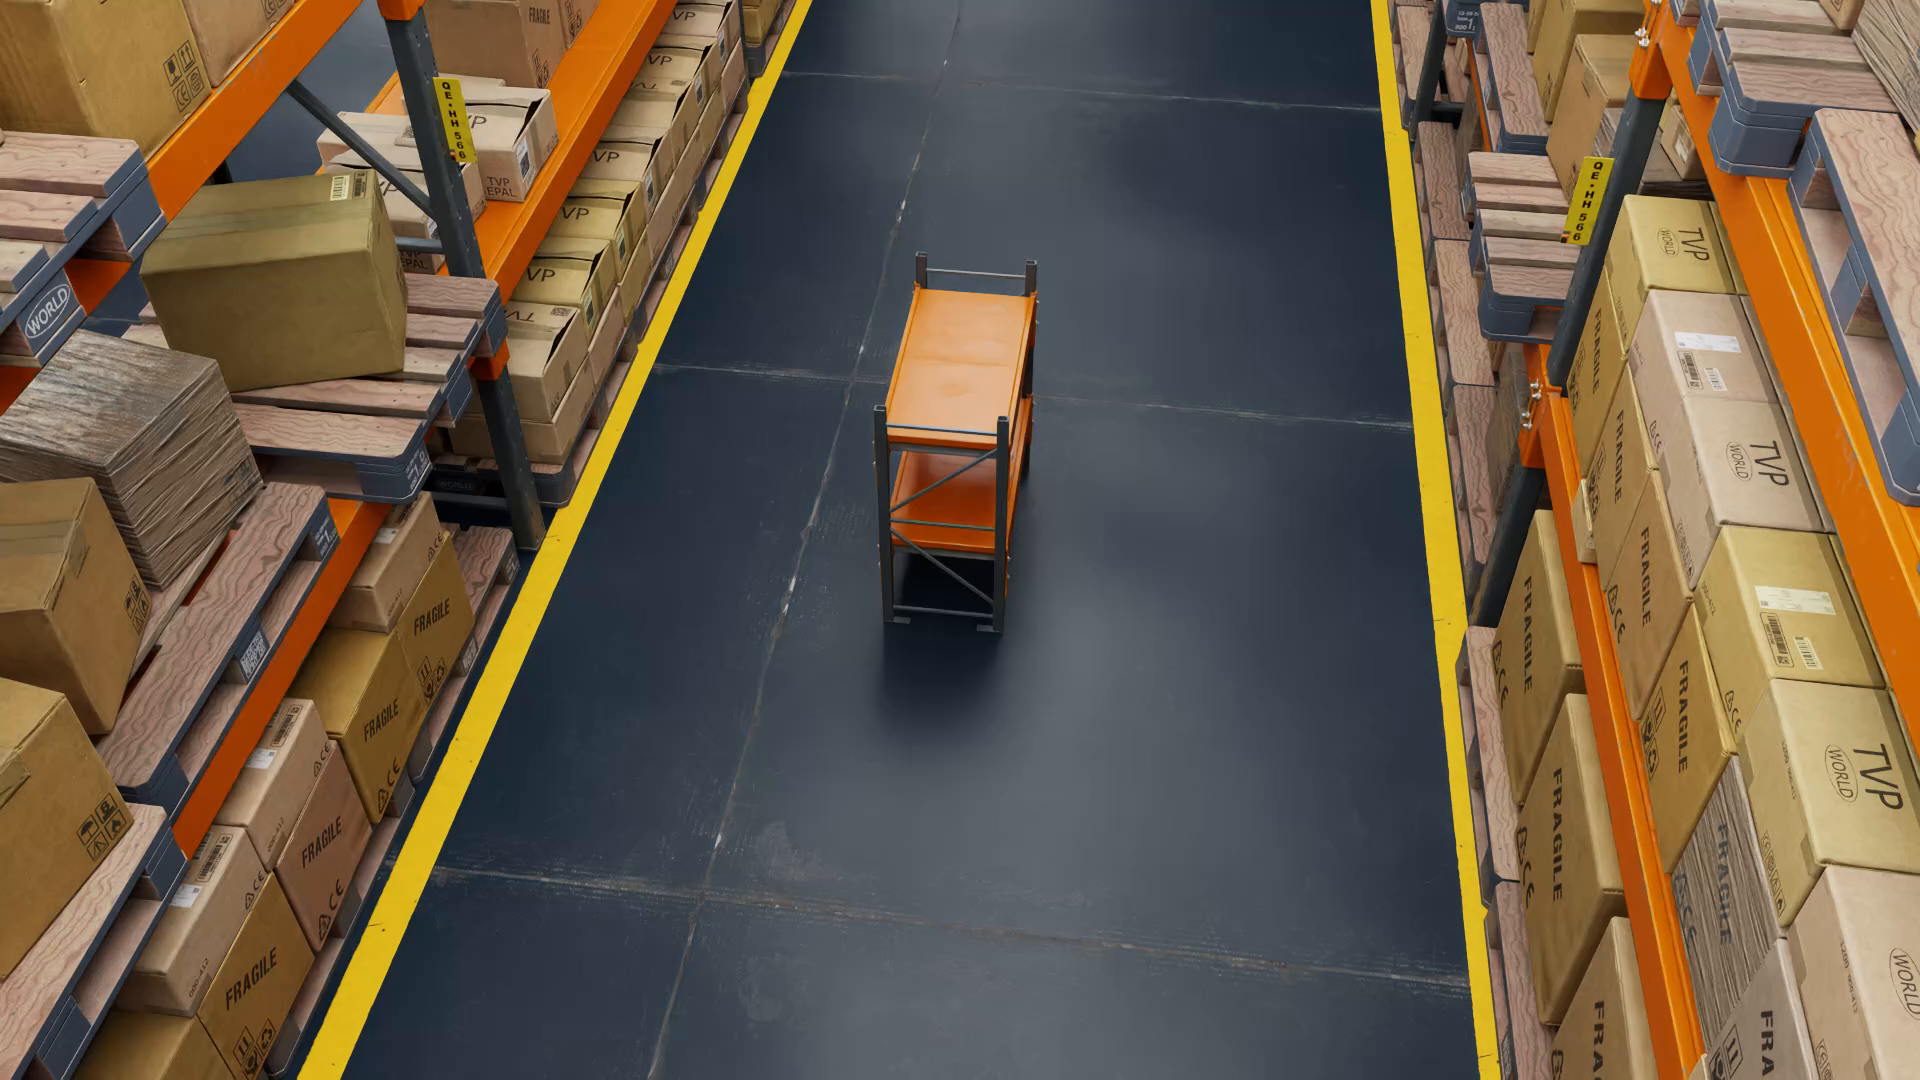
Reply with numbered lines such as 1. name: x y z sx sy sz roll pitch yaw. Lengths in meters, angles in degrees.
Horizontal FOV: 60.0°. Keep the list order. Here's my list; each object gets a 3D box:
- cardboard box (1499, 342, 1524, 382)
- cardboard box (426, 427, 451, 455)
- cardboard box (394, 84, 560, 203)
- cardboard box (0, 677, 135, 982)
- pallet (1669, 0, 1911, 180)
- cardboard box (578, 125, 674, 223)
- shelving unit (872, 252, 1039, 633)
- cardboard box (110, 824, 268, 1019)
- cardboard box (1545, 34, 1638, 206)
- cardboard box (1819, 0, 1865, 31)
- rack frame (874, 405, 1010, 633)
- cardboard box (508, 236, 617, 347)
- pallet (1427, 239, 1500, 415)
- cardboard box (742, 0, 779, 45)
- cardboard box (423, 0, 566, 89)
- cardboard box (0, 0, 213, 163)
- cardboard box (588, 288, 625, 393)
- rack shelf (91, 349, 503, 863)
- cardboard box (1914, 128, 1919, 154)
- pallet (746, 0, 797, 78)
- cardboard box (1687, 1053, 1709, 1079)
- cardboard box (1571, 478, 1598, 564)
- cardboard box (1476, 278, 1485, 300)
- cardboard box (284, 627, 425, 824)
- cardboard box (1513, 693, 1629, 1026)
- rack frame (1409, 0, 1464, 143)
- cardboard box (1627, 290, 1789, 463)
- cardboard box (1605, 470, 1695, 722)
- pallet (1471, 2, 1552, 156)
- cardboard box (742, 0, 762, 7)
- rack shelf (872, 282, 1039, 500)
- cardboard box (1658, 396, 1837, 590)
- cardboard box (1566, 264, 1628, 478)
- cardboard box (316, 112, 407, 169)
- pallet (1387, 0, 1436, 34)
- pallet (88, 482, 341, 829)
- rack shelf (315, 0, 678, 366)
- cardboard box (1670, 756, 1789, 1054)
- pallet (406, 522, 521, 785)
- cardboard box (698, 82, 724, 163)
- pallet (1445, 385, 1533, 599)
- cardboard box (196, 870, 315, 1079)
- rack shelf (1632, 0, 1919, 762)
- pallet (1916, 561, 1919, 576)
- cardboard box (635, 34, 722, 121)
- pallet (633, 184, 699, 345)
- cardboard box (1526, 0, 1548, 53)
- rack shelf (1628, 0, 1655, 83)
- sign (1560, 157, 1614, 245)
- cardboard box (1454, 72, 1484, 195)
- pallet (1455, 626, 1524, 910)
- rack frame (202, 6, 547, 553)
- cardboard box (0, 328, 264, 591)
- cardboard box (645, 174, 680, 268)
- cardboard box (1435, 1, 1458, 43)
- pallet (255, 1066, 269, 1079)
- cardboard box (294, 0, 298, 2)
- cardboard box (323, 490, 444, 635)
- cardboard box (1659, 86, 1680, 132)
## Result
1. cardboard box: 2.825 -0.763 7.372 0.700 0.500 0.500 5 44 5
2. cardboard box: -2.485 -0.657 7.457 0.500 0.250 0.500 6 44 7
3. cardboard box: -2.003 -1.682 6.910 0.500 0.311 0.500 5 44 5
4. cardboard box: -2.529 0.638 4.017 0.700 0.500 0.500 12 45 12
5. pallet: 2.565 -1.252 4.346 1.213 0.211 1.003 7 44 7
6. cardboard box: -1.754 -1.867 8.327 0.500 0.311 0.500 5 44 5
7. shelving unit: -0.001 -0.404 6.858 0.538 1.125 1.048 5 44 6
8. cardboard box: -2.404 1.090 4.870 0.500 0.250 0.500 5 44 6
9. cardboard box: 2.697 -1.575 6.340 0.700 0.500 0.500 1 43 2
10. cardboard box: 2.592 -1.631 4.216 0.700 0.500 0.500 2 43 2
11. rack frame: -0.068 -0.057 6.492 0.500 1.125 0.032 5 44 6
12. cardboard box: -1.892 -1.169 7.590 0.500 0.311 0.500 4 44 4
13. pallet: 2.866 -1.024 8.178 1.003 0.211 1.213 5 44 6
14. cardboard box: -1.422 -3.291 10.239 0.500 0.250 0.500 5 44 6
15. cardboard box: -2.107 -2.304 7.429 0.500 0.500 0.500 3 44 3
16. cardboard box: -2.473 -1.246 4.130 0.910 0.500 0.500 5 44 6
17. cardboard box: -1.887 -0.950 7.766 0.500 0.250 0.500 4 44 4
18. rack shelf: -2.577 0.502 5.062 1.077 0.370 4.000 5 44 6
19. cardboard box: 2.487 -0.883 3.426 0.700 0.500 0.500 7 44 8
20. pallet: -1.637 -3.374 10.660 1.003 0.211 1.213 5 44 6
21. cardboard box: 1.899 1.347 3.814 0.380 0.149 0.250 5 44 6
22. cardboard box: 2.164 -0.043 5.282 0.380 0.149 0.250 6 44 7
23. cardboard box: 2.920 -1.449 8.097 0.700 0.500 0.500 6 44 6
24. cardboard box: -2.273 0.637 5.894 0.500 0.500 0.500 4 44 4
25. cardboard box: 2.248 1.039 5.229 0.750 0.750 0.750 5 44 5
26. rack frame: 3.127 -3.401 8.660 1.000 3.000 0.127 5 44 6
27. cardboard box: 2.212 -0.446 4.691 0.500 0.250 0.500 5 44 5
28. cardboard box: 2.135 0.176 4.579 0.500 0.500 0.500 5 44 5
29. pallet: 2.819 -1.958 7.276 1.003 0.211 1.213 5 44 6
30. cardboard box: -1.412 -3.563 9.980 0.500 0.500 0.500 5 44 6
31. rack shelf: -0.001 -0.616 6.657 0.538 0.278 1.000 5 44 6
32. cardboard box: 2.150 -0.105 4.331 0.500 0.250 0.500 6 44 6
33. cardboard box: 2.280 -0.519 5.312 0.500 0.500 0.500 6 44 7
34. cardboard box: -2.468 -1.669 7.014 0.380 0.149 0.250 5 44 6
35. pallet: 3.339 -3.683 10.986 1.003 0.211 1.213 5 44 6
36. pallet: -2.565 0.273 4.920 1.003 0.211 1.213 5 44 6
37. rack shelf: -2.049 -2.224 7.941 1.077 0.370 4.000 5 44 6
38. cardboard box: 2.013 0.872 3.844 0.500 0.500 0.500 5 44 6
39. pallet: -2.449 0.395 6.679 1.003 0.211 1.213 5 44 6
40. cardboard box: -1.620 -2.349 9.244 0.500 0.250 0.500 5 44 5
41. pallet: 2.703 -0.195 7.302 1.003 0.211 1.213 5 44 6
42. cardboard box: -2.403 1.339 5.152 0.500 0.500 0.500 6 44 6
43. rack shelf: 2.333 -0.140 3.558 1.077 0.370 4.000 5 44 6
44. pallet: 2.141 0.402 2.601 0.805 0.209 1.217 4 44 4
45. cardboard box: -1.616 -2.549 9.047 0.500 0.311 0.500 6 44 7
46. pallet: -2.002 -1.497 8.677 1.003 0.211 1.213 5 44 6
47. cardboard box: 2.888 -2.421 7.233 0.700 0.500 0.500 11 45 11
48. rack shelf: 2.862 -2.866 6.437 1.077 0.370 4.000 5 44 6
49. sign: 2.059 -1.109 5.456 0.100 0.325 0.005 5 44 6
50. cardboard box: 3.046 -2.150 8.837 0.700 0.500 0.500 7 44 7
51. pallet: 2.419 0.868 6.180 1.003 0.211 1.213 5 44 6
52. rack frame: -2.313 -1.123 6.254 1.000 3.000 0.127 5 44 6
53. cardboard box: -2.595 -0.266 4.971 0.700 0.500 0.500 13 45 13
54. cardboard box: -1.756 -1.654 8.509 0.500 0.250 0.500 6 44 6
55. cardboard box: 3.224 -3.364 10.119 0.500 0.500 0.500 2 43 2
56. pallet: -2.772 2.058 4.923 1.003 0.211 1.213 5 44 6
57. cardboard box: -2.337 -1.948 4.871 0.910 0.500 0.500 5 44 6
58. cardboard box: -2.207 0.051 5.968 0.500 0.250 0.500 7 44 7
59. cardboard box: 2.641 -1.565 5.857 0.380 0.149 0.250 -1 43 -2
